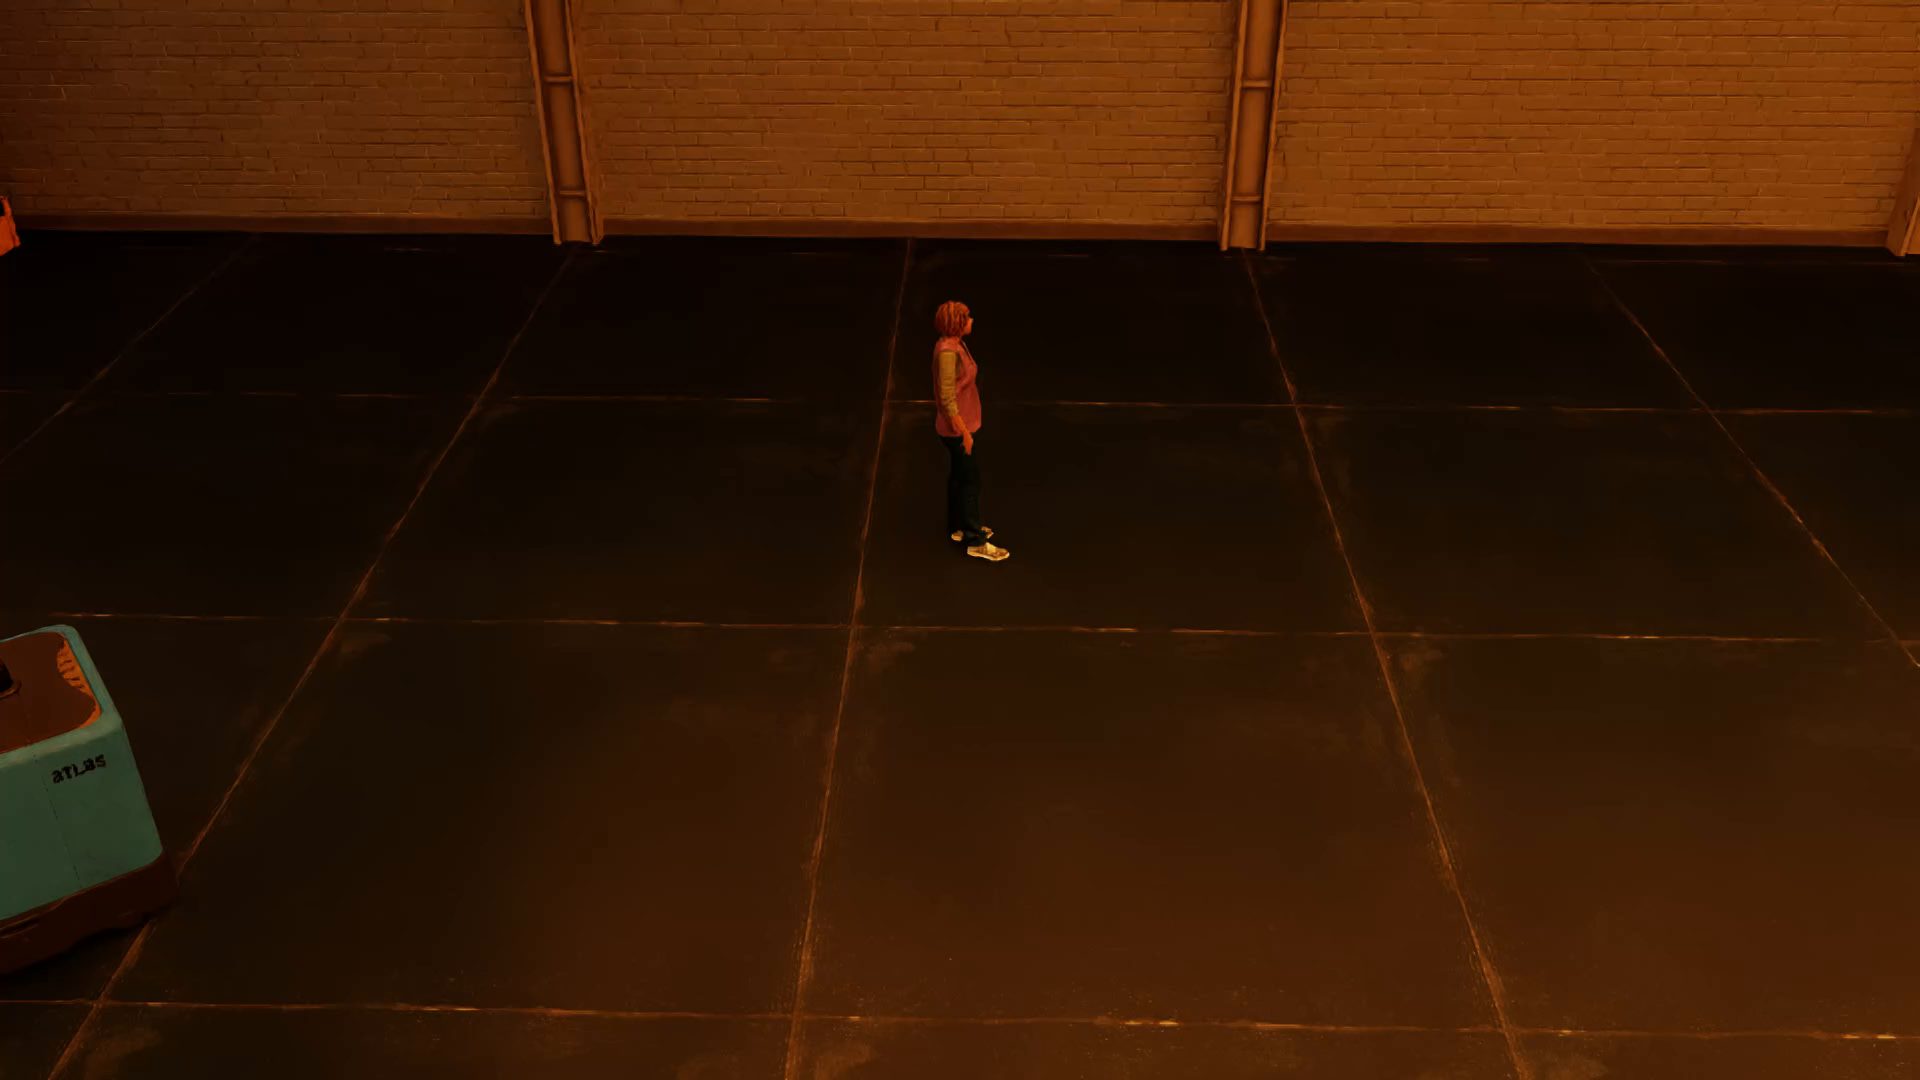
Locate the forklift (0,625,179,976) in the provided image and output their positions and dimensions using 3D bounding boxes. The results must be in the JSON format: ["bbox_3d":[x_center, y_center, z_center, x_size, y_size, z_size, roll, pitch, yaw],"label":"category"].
[{"bbox_3d":[-5.071,0.674,6.471,3.031,2.935,1.130,-21,36,-31],"label":"forklift"}]

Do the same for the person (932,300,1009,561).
[{"bbox_3d":[0.074,-0.686,10.077,0.474,1.597,0.520,1,31,1],"label":"person"}]
